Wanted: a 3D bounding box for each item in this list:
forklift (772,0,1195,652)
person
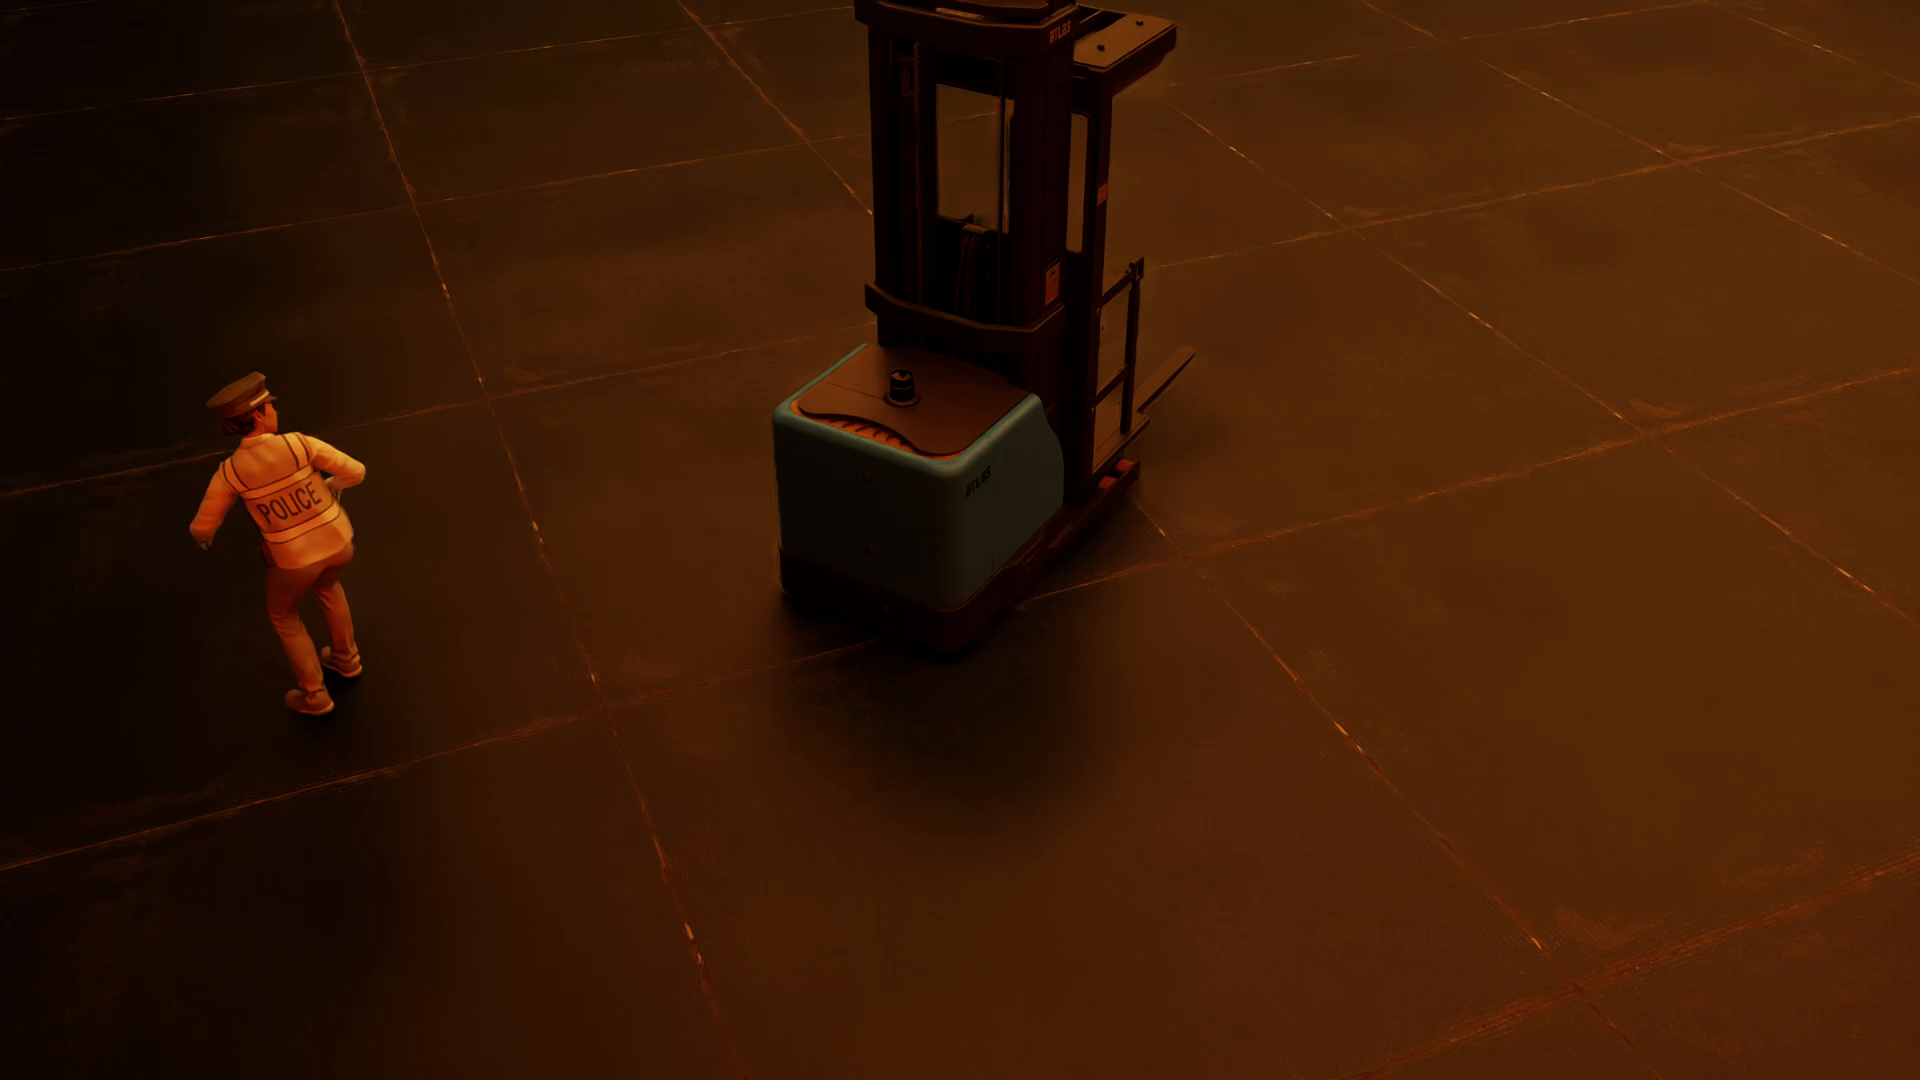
[{"bbox_3d":[0.317,-1.497,8.204,1.130,2.935,3.031,20,40,25],"label":"forklift"},{"bbox_3d":[-2.923,0.016,7.242,0.732,1.633,0.561,-26,43,-31],"label":"person"}]
